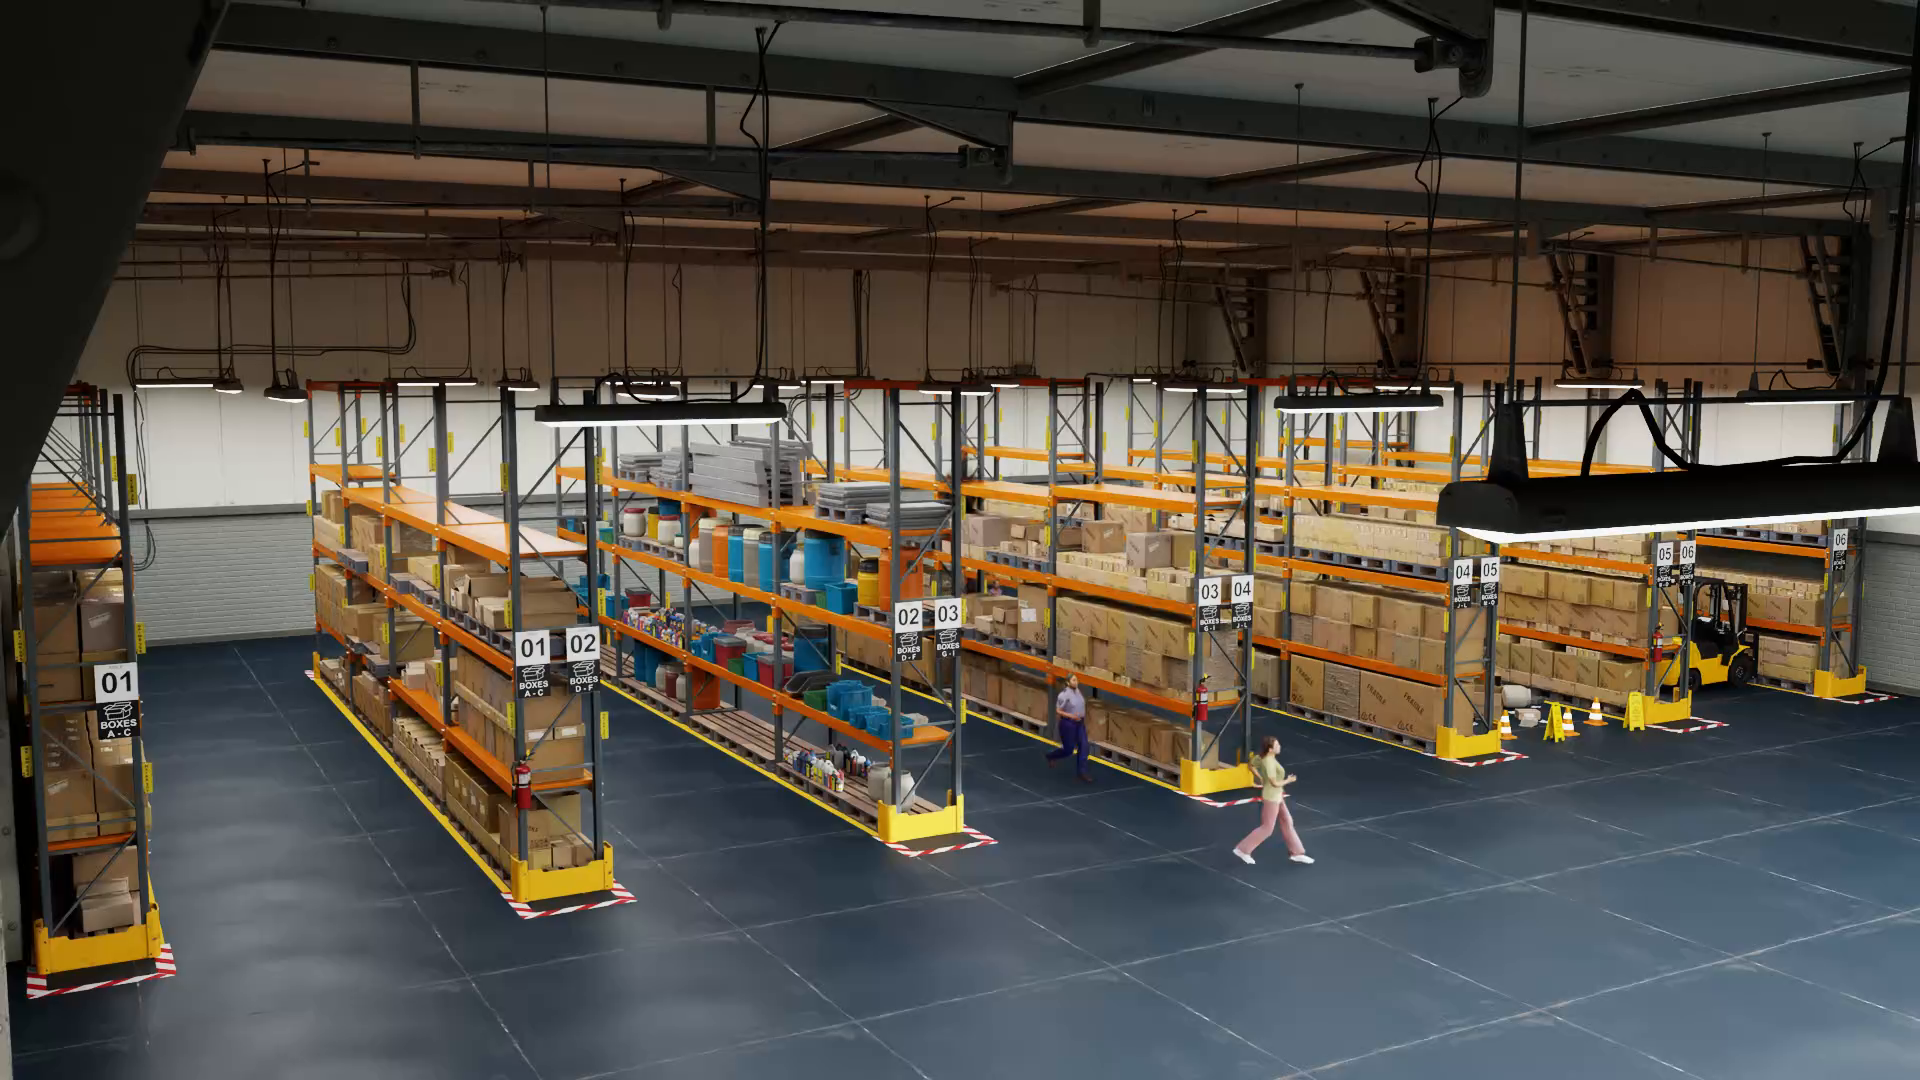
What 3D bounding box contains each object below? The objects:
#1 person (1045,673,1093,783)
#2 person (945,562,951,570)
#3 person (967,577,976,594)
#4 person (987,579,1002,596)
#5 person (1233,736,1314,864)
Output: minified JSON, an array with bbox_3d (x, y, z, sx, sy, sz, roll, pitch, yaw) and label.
[{"bbox_3d":[1.686,2.836,25.323,0.849,1.639,0.607,6,9,44],"label":"person"},{"bbox_3d":[-0.311,1.045,41.982,0.518,1.707,0.946,-1,6,-13],"label":"person"},{"bbox_3d":[0.187,0.968,42.164,0.676,1.732,0.680,-4,7,-35],"label":"person"},{"bbox_3d":[0.755,1.630,36.849,0.540,1.567,0.726,-4,7,-32],"label":"person"},{"bbox_3d":[3.965,3.269,20.874,0.998,1.632,0.580,0,6,5],"label":"person"}]
